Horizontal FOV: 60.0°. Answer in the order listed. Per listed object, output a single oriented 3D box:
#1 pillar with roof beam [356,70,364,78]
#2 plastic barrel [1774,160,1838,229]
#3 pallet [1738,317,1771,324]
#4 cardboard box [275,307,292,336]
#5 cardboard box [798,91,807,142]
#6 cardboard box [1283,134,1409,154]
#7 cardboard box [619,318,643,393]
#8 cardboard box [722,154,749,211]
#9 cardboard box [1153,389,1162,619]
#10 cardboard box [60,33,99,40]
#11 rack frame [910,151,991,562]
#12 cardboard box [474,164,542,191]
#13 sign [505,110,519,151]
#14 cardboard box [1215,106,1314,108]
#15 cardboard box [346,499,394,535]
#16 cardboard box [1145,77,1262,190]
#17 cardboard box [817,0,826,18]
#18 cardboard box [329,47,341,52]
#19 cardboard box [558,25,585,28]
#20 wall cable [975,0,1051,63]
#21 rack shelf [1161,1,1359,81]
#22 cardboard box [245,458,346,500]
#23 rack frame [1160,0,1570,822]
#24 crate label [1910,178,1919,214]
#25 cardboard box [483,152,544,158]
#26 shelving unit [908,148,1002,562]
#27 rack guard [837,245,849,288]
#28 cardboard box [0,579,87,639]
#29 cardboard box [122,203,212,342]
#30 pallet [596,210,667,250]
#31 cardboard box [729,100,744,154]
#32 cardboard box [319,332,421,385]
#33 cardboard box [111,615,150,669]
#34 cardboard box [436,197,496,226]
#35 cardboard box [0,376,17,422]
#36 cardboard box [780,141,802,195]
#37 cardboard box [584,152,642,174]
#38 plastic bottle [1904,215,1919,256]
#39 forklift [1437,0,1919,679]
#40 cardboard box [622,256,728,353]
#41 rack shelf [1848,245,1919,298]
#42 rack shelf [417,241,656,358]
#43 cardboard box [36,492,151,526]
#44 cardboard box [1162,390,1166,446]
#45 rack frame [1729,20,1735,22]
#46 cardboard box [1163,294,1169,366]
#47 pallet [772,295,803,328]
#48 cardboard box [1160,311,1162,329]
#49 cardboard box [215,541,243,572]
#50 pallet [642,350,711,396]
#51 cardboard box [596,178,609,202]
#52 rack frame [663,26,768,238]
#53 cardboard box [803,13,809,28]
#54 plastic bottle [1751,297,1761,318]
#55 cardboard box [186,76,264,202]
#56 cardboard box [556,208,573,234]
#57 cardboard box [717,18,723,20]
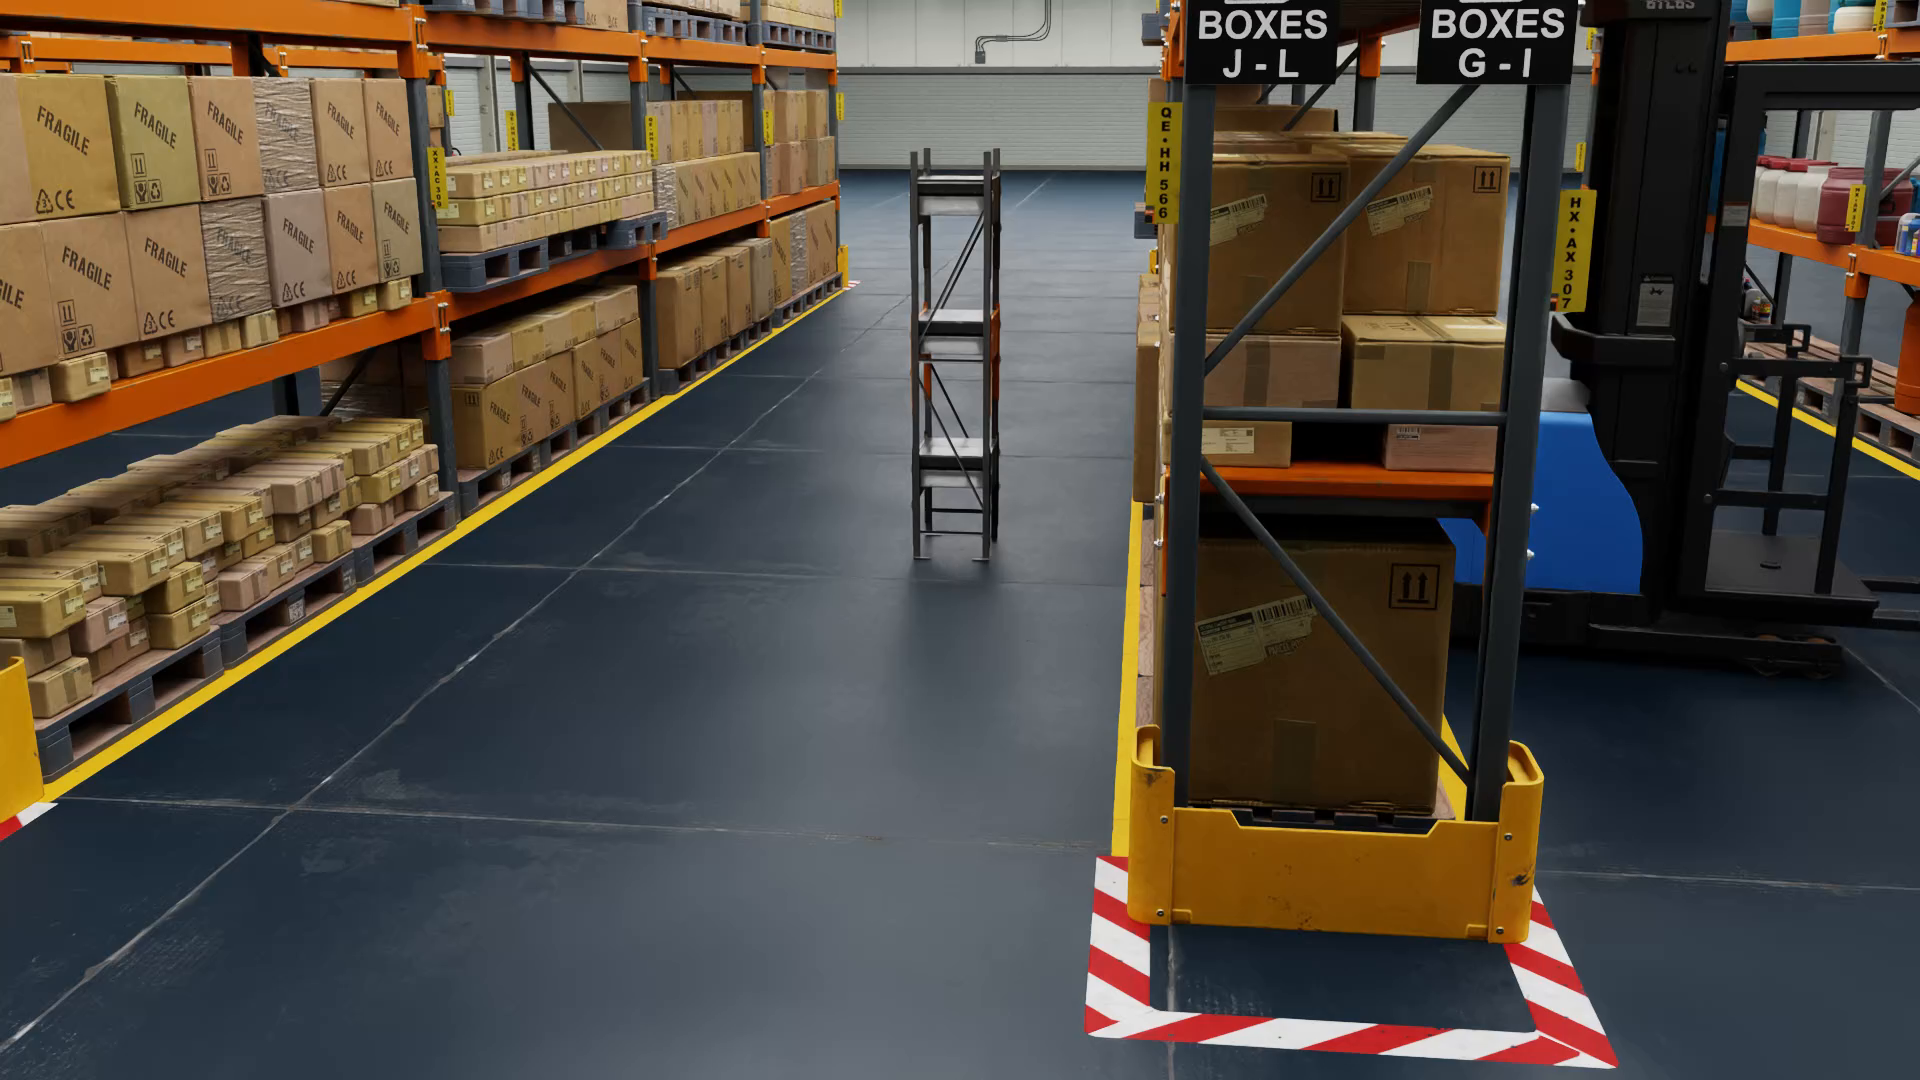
[{"bbox_3d":[-7.216,-10.656,31.330,9.100,9.000,0.400,2,15,6],"label":"pillar with roof beam"},{"bbox_3d":[6.918,-2.829,13.618,0.433,0.535,0.433,0,15,0],"label":"plastic barrel"},{"bbox_3d":[7.493,-2.135,16.652,1.003,0.211,1.213,2,15,6],"label":"pallet"},{"bbox_3d":[-3.311,-1.009,7.630,0.380,0.149,0.250,1,15,5],"label":"cardboard box"},{"bbox_3d":[-2.191,-4.734,18.567,0.875,0.550,0.500,2,15,6],"label":"cardboard box"},{"bbox_3d":[1.705,-1.555,7.447,0.500,0.500,0.500,2,15,7],"label":"cardboard box"},{"bbox_3d":[-2.728,-1.406,12.600,0.500,0.500,0.500,2,15,6],"label":"cardboard box"},{"bbox_3d":[-2.313,-3.400,15.798,0.500,0.500,0.500,2,15,6],"label":"cardboard box"},{"bbox_3d":[1.296,-0.154,7.250,0.875,0.875,0.875,2,15,6],"label":"cardboard box"},{"bbox_3d":[-7.727,-4.450,13.934,0.700,0.500,0.500,2,15,6],"label":"cardboard box"},{"bbox_3d":[-0.046,-0.907,8.495,0.400,2.100,0.015,2,15,6],"label":"rack frame"},{"bbox_3d":[-2.776,-2.212,10.133,0.380,0.149,0.250,1,15,6],"label":"cardboard box"},{"bbox_3d":[-3.466,-3.163,12.895,0.100,0.325,0.005,2,15,6],"label":"sign"},{"bbox_3d":[1.705,-2.255,9.641,0.797,0.503,0.637,2,15,7],"label":"cardboard box"},{"bbox_3d":[-3.149,-0.131,8.555,0.380,0.149,0.250,1,15,4],"label":"cardboard box"},{"bbox_3d":[2.226,-3.744,15.308,1.000,1.000,1.000,2,15,7],"label":"cardboard box"},{"bbox_3d":[-1.846,-6.169,19.204,0.500,0.250,0.500,2,15,6],"label":"cardboard box"},{"bbox_3d":[-7.001,-5.412,18.167,0.380,0.149,0.250,1,15,5],"label":"cardboard box"},{"bbox_3d":[-2.830,-3.670,11.048,0.500,0.500,0.500,2,15,6],"label":"cardboard box"},{"bbox_3d":[1.615,-17.534,50.252,2.305,6.003,0.169,2,15,6],"label":"wall cable"},{"bbox_3d":[1.777,-2.998,10.135,1.077,0.370,4.000,2,15,6],"label":"rack shelf"},{"bbox_3d":[-3.203,-0.295,8.023,0.380,0.149,0.250,1,15,4],"label":"cardboard box"},{"bbox_3d":[1.100,-0.341,4.678,1.000,3.000,0.127,2,15,6],"label":"rack frame"},{"bbox_3d":[7.305,-2.537,12.731,0.502,0.435,0.616,2,15,6],"label":"crate label"},{"bbox_3d":[-3.218,-2.710,11.974,0.380,0.149,0.250,2,15,6],"label":"cardboard box"},{"bbox_3d":[-0.019,-0.971,8.729,0.431,2.100,0.503,2,15,6],"label":"shelving unit"},{"bbox_3d":[-2.008,-3.463,21.011,1.175,0.500,0.348,2,15,6],"label":"rack guard"},{"bbox_3d":[-3.420,0.247,6.020,0.380,0.149,0.250,1,15,4],"label":"cardboard box"},{"bbox_3d":[-3.388,-1.080,6.649,0.500,0.500,0.500,2,15,7],"label":"cardboard box"},{"bbox_3d":[-2.888,-2.308,12.318,1.213,0.211,1.003,2,15,6],"label":"pallet"},{"bbox_3d":[-2.513,-4.028,16.205,0.700,0.500,0.500,1,15,5],"label":"cardboard box"},{"bbox_3d":[-3.532,-1.110,10.067,0.500,0.250,0.500,1,15,5],"label":"cardboard box"},{"bbox_3d":[-3.470,0.398,6.599,0.380,0.149,0.250,2,15,7],"label":"cardboard box"},{"bbox_3d":[-2.864,-1.865,9.419,0.380,0.149,0.250,2,15,7],"label":"cardboard box"},{"bbox_3d":[-3.454,-0.467,5.623,0.380,0.149,0.250,2,15,6],"label":"cardboard box"},{"bbox_3d":[-2.215,-4.074,18.196,0.875,0.550,0.550,2,15,6],"label":"cardboard box"},{"bbox_3d":[-2.544,-2.752,12.128,0.380,0.149,0.250,2,15,6],"label":"cardboard box"},{"bbox_3d":[6.514,-2.076,11.341,0.097,0.271,0.097,0,15,0],"label":"plastic bottle"},{"bbox_3d":[3.461,-0.984,7.187,3.031,2.935,1.130,4,16,13],"label":"forklift"},{"bbox_3d":[-2.660,-2.087,14.641,1.050,0.750,0.750,2,15,7],"label":"cardboard box"},{"bbox_3d":[6.699,-1.404,9.987,1.077,0.370,4.000,2,15,6],"label":"rack shelf"},{"bbox_3d":[-3.139,-1.723,11.164,1.077,0.370,4.000,2,15,6],"label":"rack shelf"},{"bbox_3d":[-3.813,-0.108,7.333,0.380,0.149,0.250,1,15,4],"label":"cardboard box"},{"bbox_3d":[0.841,-0.390,5.338,0.380,0.149,0.250,2,15,7],"label":"cardboard box"},{"bbox_3d":[7.376,-6.204,14.865,1.000,3.000,0.127,2,15,6],"label":"rack frame"},{"bbox_3d":[0.949,-0.678,5.639,0.500,0.250,0.500,1,15,5],"label":"cardboard box"},{"bbox_3d":[-2.299,-2.475,17.910,1.003,0.211,1.213,2,15,6],"label":"pallet"},{"bbox_3d":[1.073,-0.920,7.297,0.380,0.149,0.250,1,15,5],"label":"cardboard box"},{"bbox_3d":[-3.414,0.046,7.333,0.380,0.149,0.250,2,15,9],"label":"cardboard box"},{"bbox_3d":[-2.750,-1.445,14.101,1.003,0.211,1.213,2,15,6],"label":"pallet"},{"bbox_3d":[-2.632,-2.405,11.417,0.380,0.149,0.250,2,15,6],"label":"cardboard box"},{"bbox_3d":[-2.462,-3.626,16.825,1.000,3.000,0.127,2,15,6],"label":"rack frame"},{"bbox_3d":[-1.884,-5.749,18.417,0.380,0.149,0.250,2,15,7],"label":"cardboard box"},{"bbox_3d":[7.870,-2.292,16.409,0.097,0.201,0.097,0,15,0],"label":"plastic bottle"},{"bbox_3d":[-3.317,-1.694,7.005,0.500,0.500,0.500,1,15,4],"label":"cardboard box"},{"bbox_3d":[-2.722,-2.060,10.711,0.380,0.149,0.250,1,15,5],"label":"cardboard box"},{"bbox_3d":[-2.683,-5.440,17.273,0.380,0.149,0.250,2,15,7],"label":"cardboard box"}]
